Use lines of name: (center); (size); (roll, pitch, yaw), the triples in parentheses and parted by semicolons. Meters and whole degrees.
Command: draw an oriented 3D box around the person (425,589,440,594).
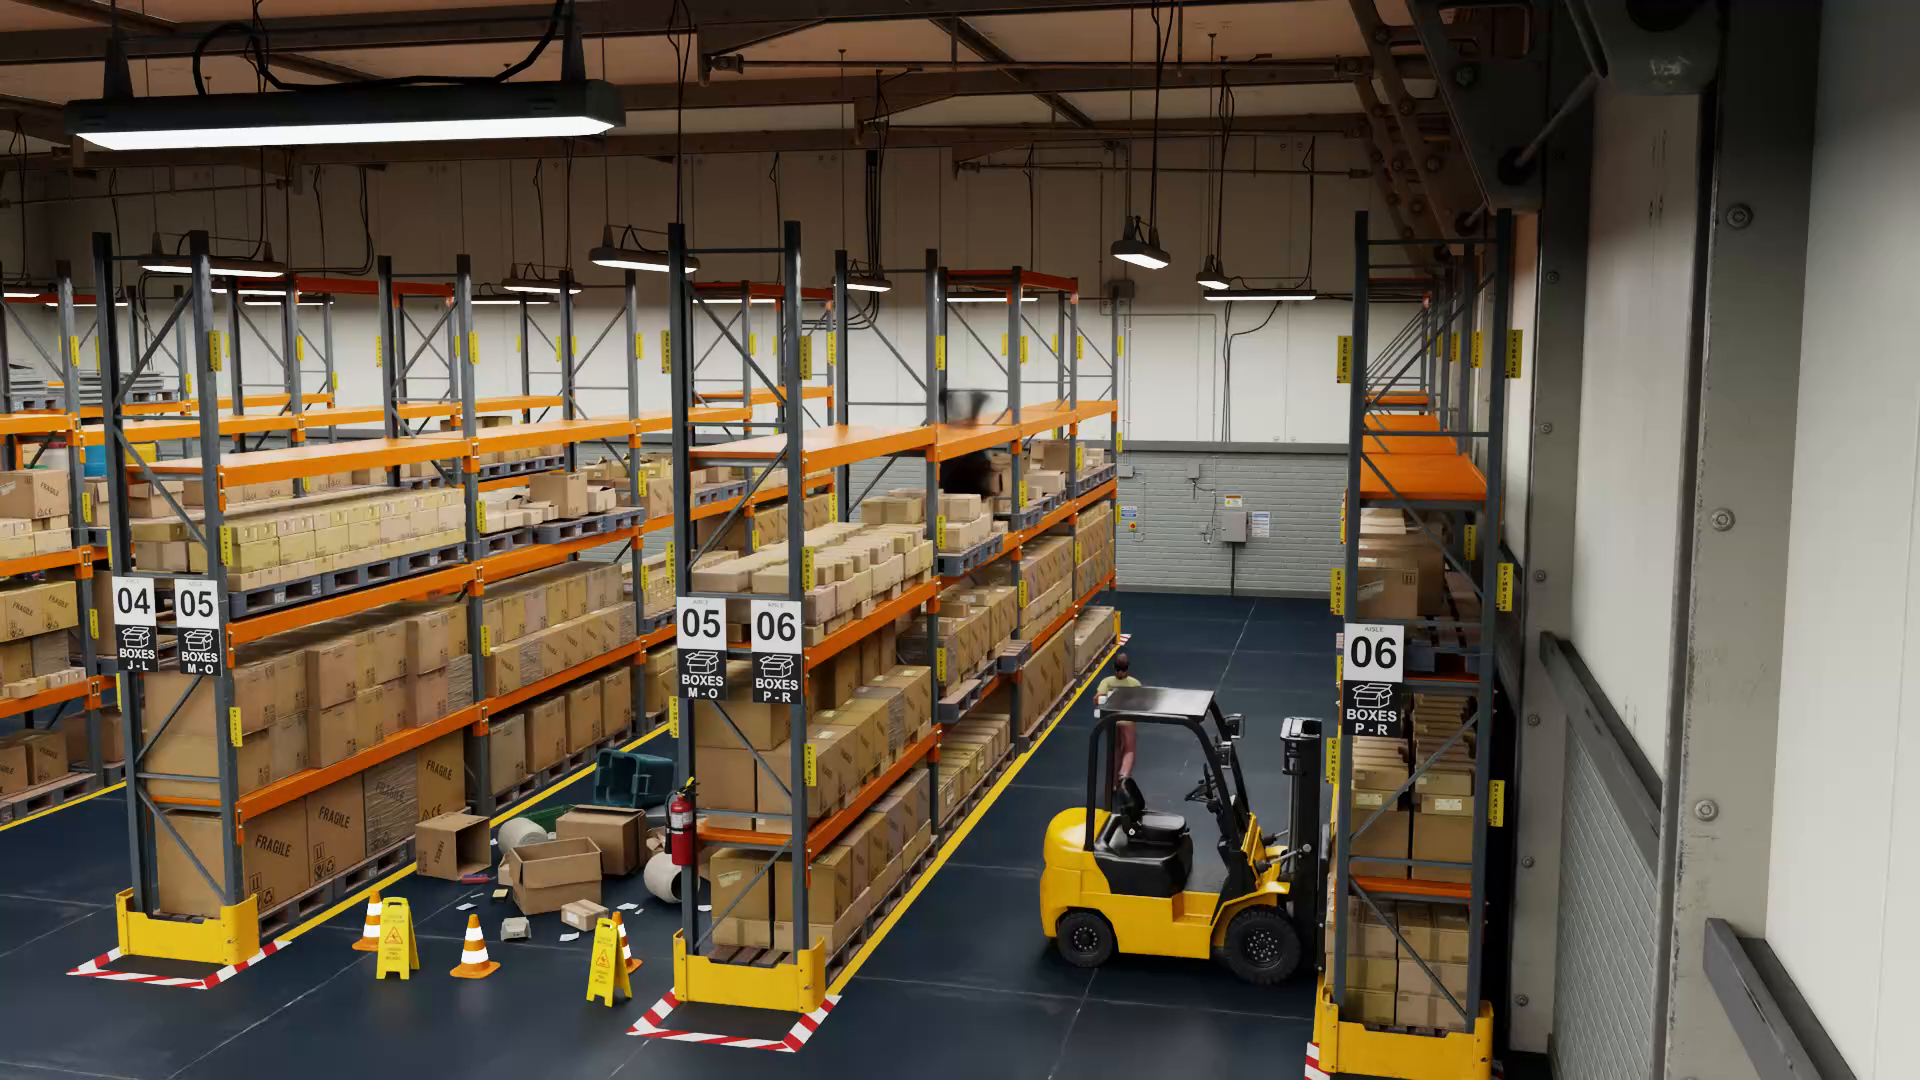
person: (-7.430, 1.455, 23.533); (0.581, 1.733, 0.669); (0, 7, 1)

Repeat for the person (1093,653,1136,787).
person: (1.791, 2.044, 18.602); (0.581, 1.575, 0.732); (1, 7, 10)
